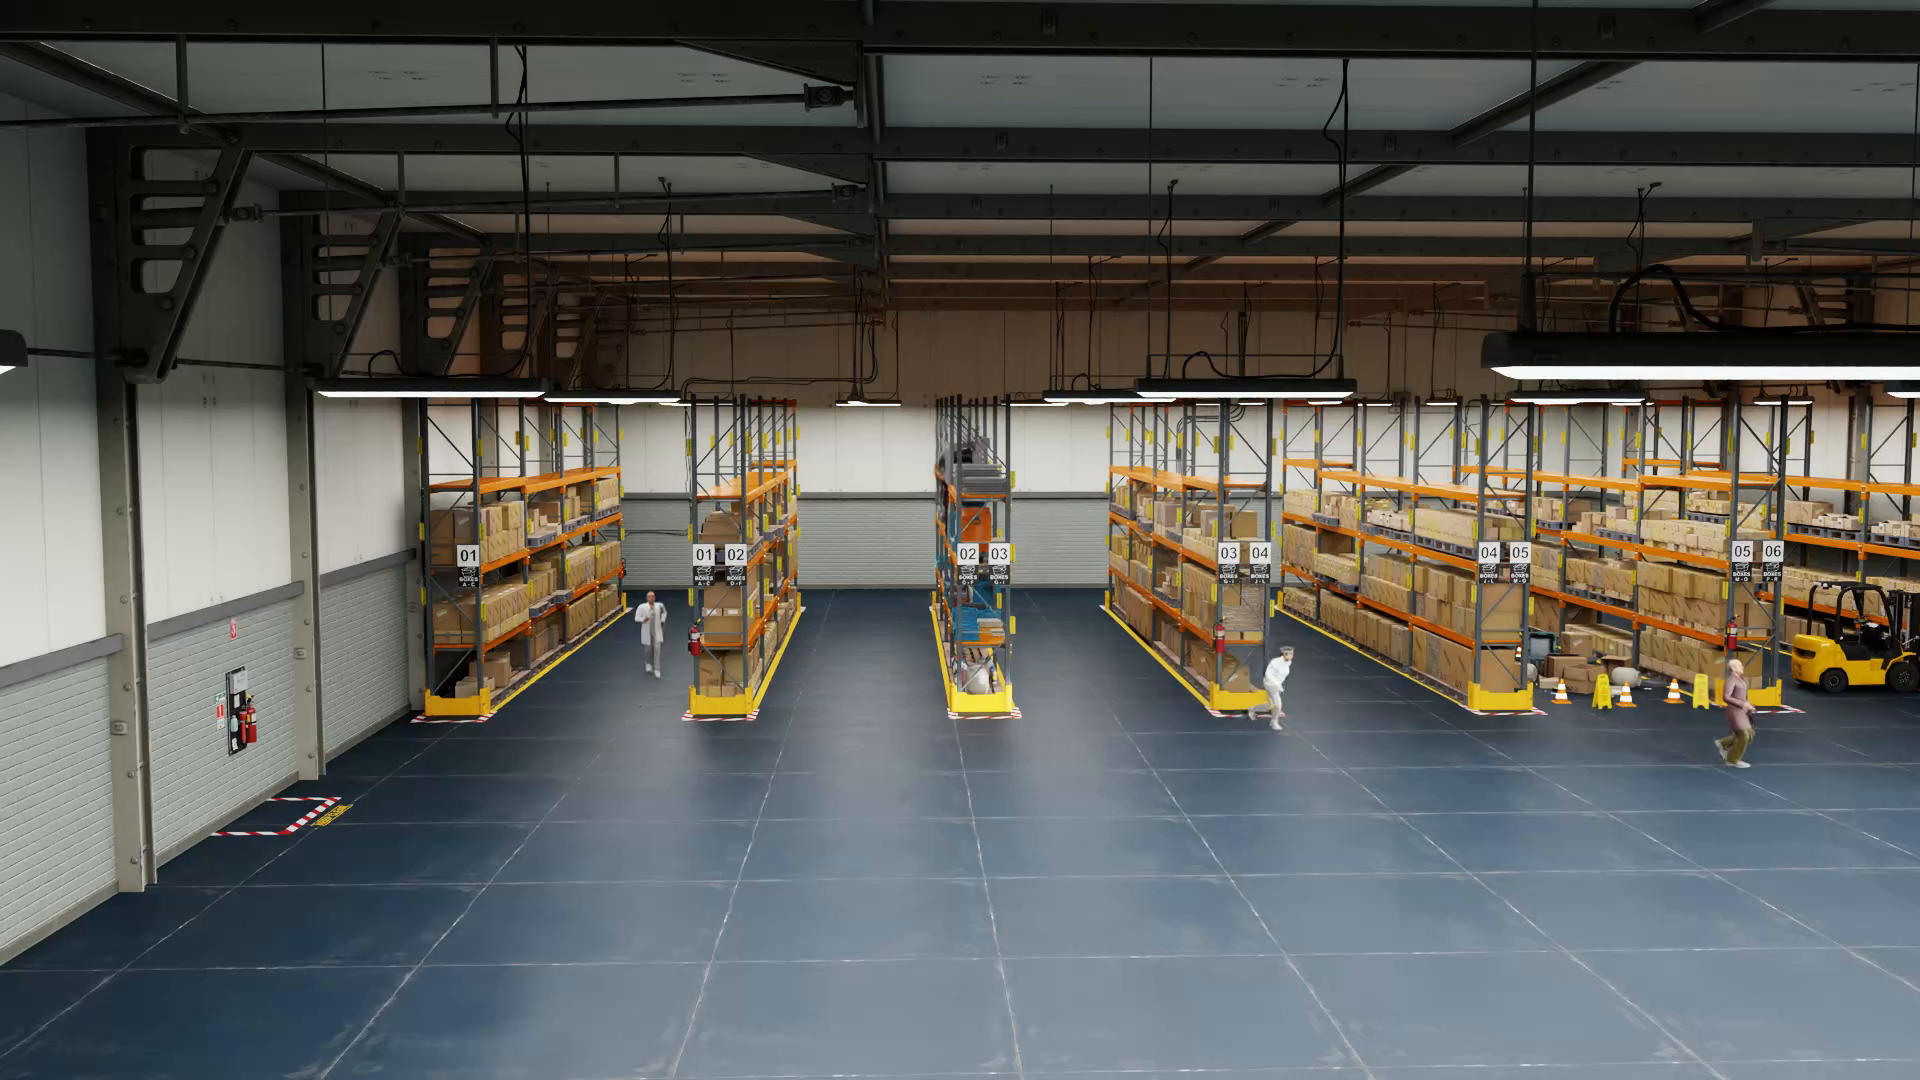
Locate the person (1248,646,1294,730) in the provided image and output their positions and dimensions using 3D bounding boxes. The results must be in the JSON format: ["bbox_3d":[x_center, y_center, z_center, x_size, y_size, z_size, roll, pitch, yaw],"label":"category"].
[{"bbox_3d":[5.588,2.639,29.874,0.933,1.539,0.601,4,6,45],"label":"person"}]

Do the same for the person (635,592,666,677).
[{"bbox_3d":[-6.615,1.996,35.664,0.701,1.784,1.034,-1,5,-17],"label":"person"}]

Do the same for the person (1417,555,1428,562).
[{"bbox_3d":[13.651,0.982,49.332,0.529,1.730,0.715,0,4,0],"label":"person"}]

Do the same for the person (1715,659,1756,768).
[{"bbox_3d":[12.401,2.807,26.560,0.663,1.643,0.706,4,6,39],"label":"person"}]
